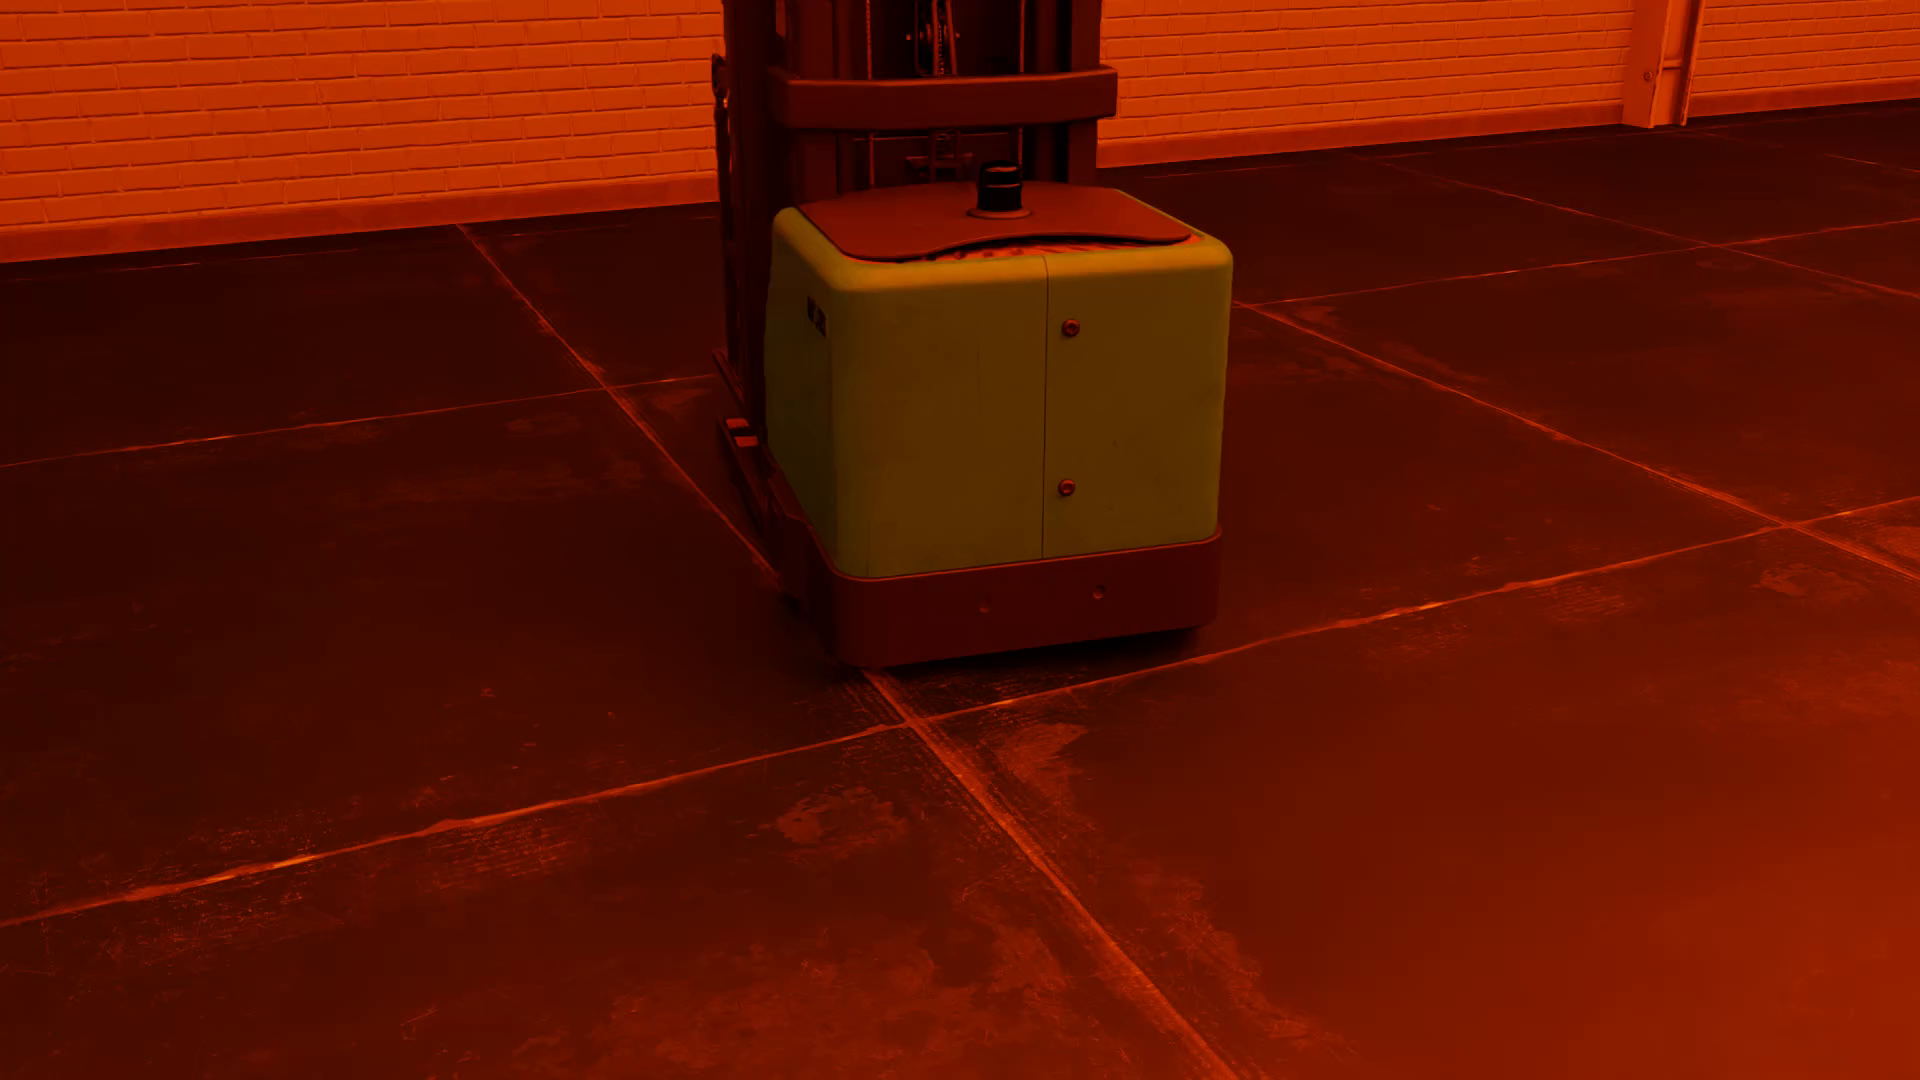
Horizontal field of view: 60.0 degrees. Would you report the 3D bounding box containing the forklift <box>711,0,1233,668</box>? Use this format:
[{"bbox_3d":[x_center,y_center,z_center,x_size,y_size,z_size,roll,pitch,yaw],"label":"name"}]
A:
[{"bbox_3d":[-0.211,-1.571,5.068,1.130,2.935,3.031,-6,23,-15],"label":"forklift"}]
